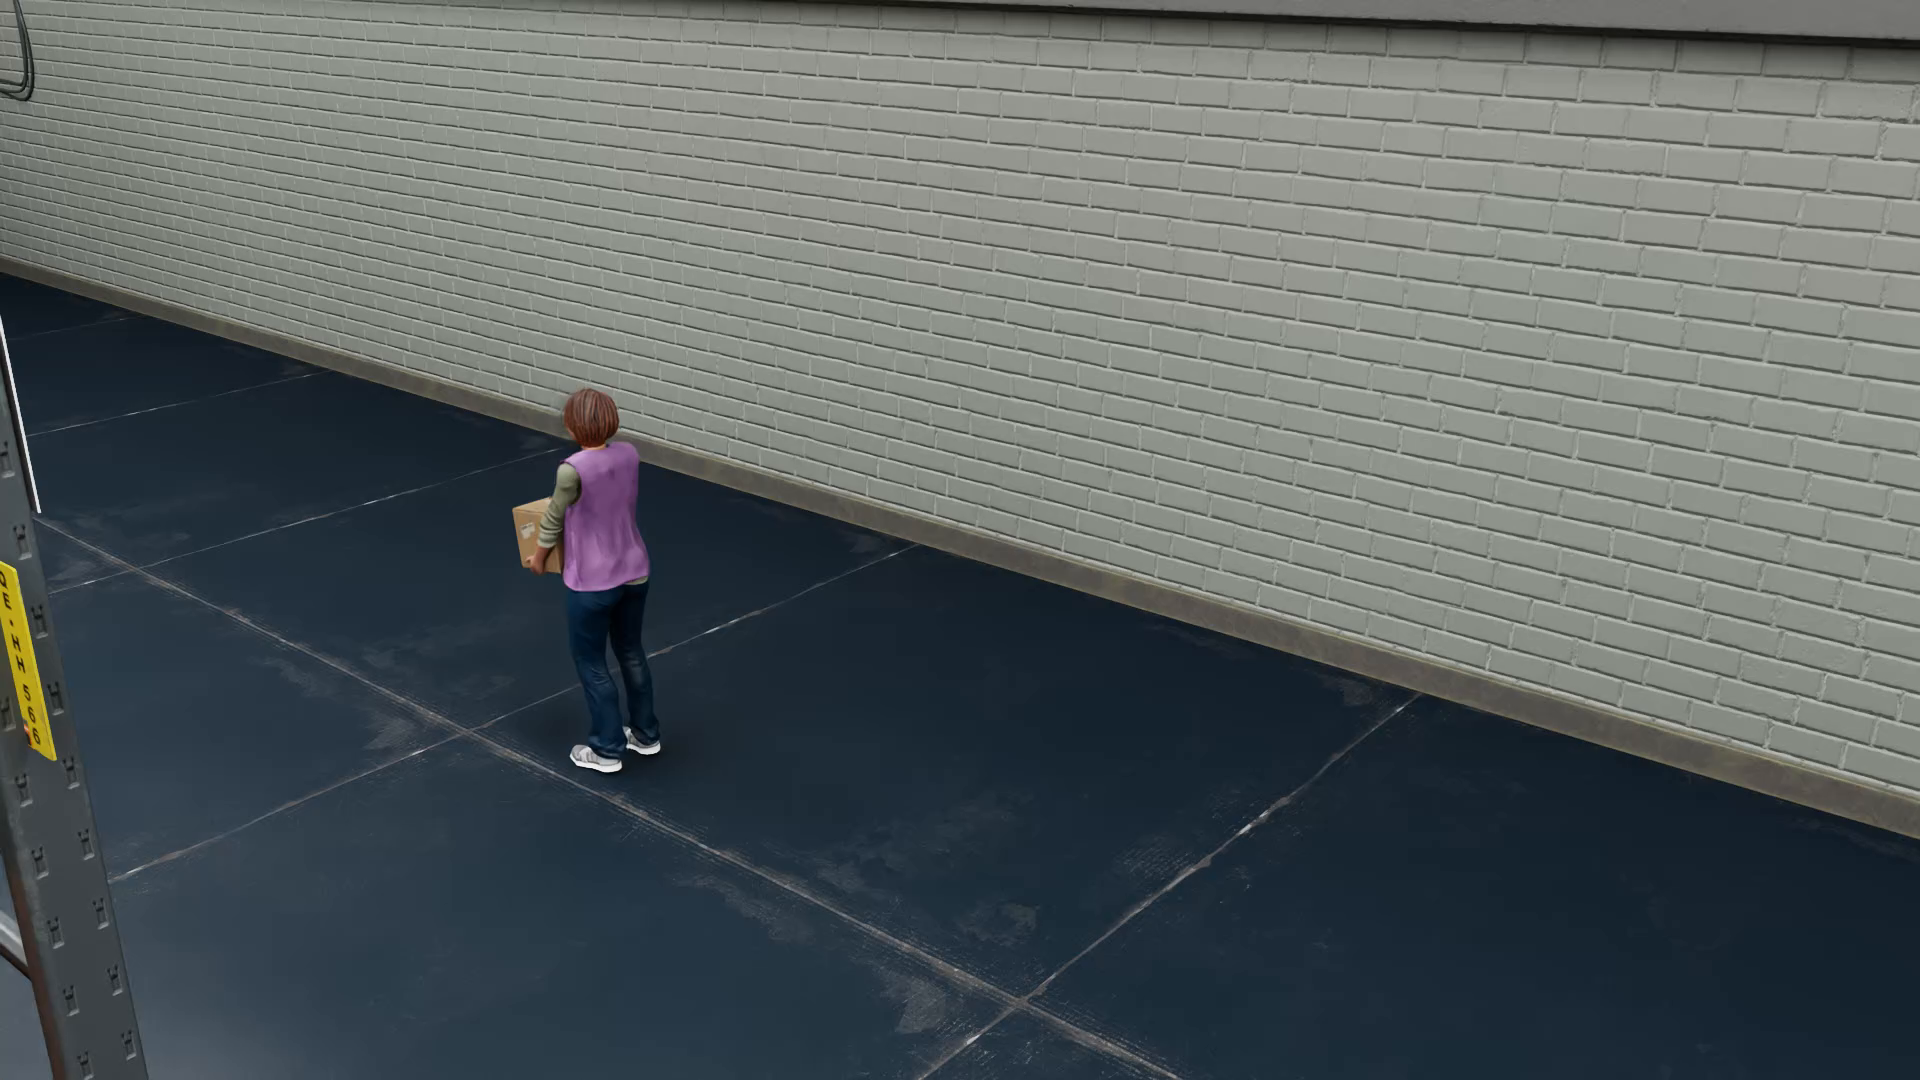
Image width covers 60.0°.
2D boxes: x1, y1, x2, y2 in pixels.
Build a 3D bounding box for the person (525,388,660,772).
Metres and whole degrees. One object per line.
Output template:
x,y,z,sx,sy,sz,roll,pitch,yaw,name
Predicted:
-1.486,0.148,6.701,0.502,1.600,0.375,16,26,36,person
